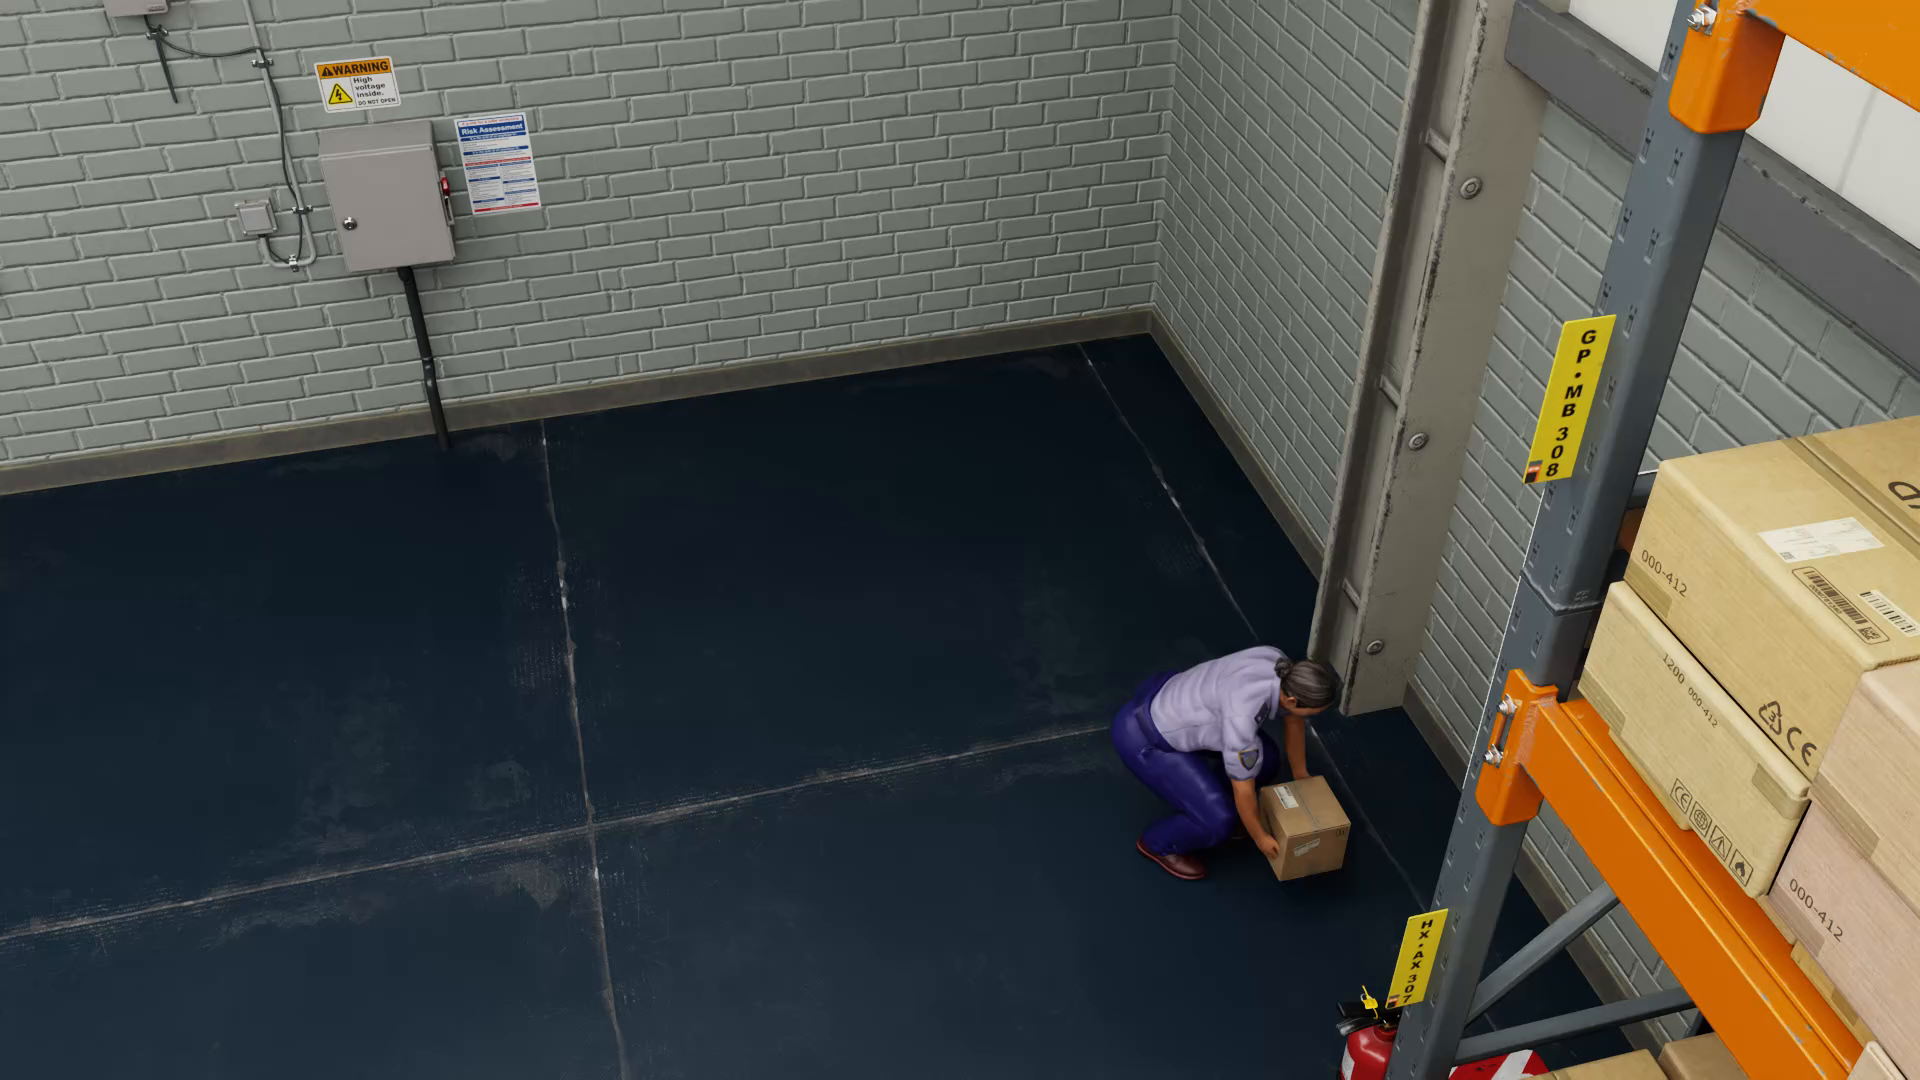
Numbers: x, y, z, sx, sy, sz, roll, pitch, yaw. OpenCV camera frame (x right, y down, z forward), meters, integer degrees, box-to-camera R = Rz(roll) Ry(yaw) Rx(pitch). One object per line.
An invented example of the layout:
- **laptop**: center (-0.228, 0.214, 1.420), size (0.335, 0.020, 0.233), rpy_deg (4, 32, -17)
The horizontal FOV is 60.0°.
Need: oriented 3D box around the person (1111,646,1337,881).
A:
- **person**: center (0.972, 0.776, 6.222), size (0.772, 1.064, 0.533), rpy_deg (23, 44, 26)
